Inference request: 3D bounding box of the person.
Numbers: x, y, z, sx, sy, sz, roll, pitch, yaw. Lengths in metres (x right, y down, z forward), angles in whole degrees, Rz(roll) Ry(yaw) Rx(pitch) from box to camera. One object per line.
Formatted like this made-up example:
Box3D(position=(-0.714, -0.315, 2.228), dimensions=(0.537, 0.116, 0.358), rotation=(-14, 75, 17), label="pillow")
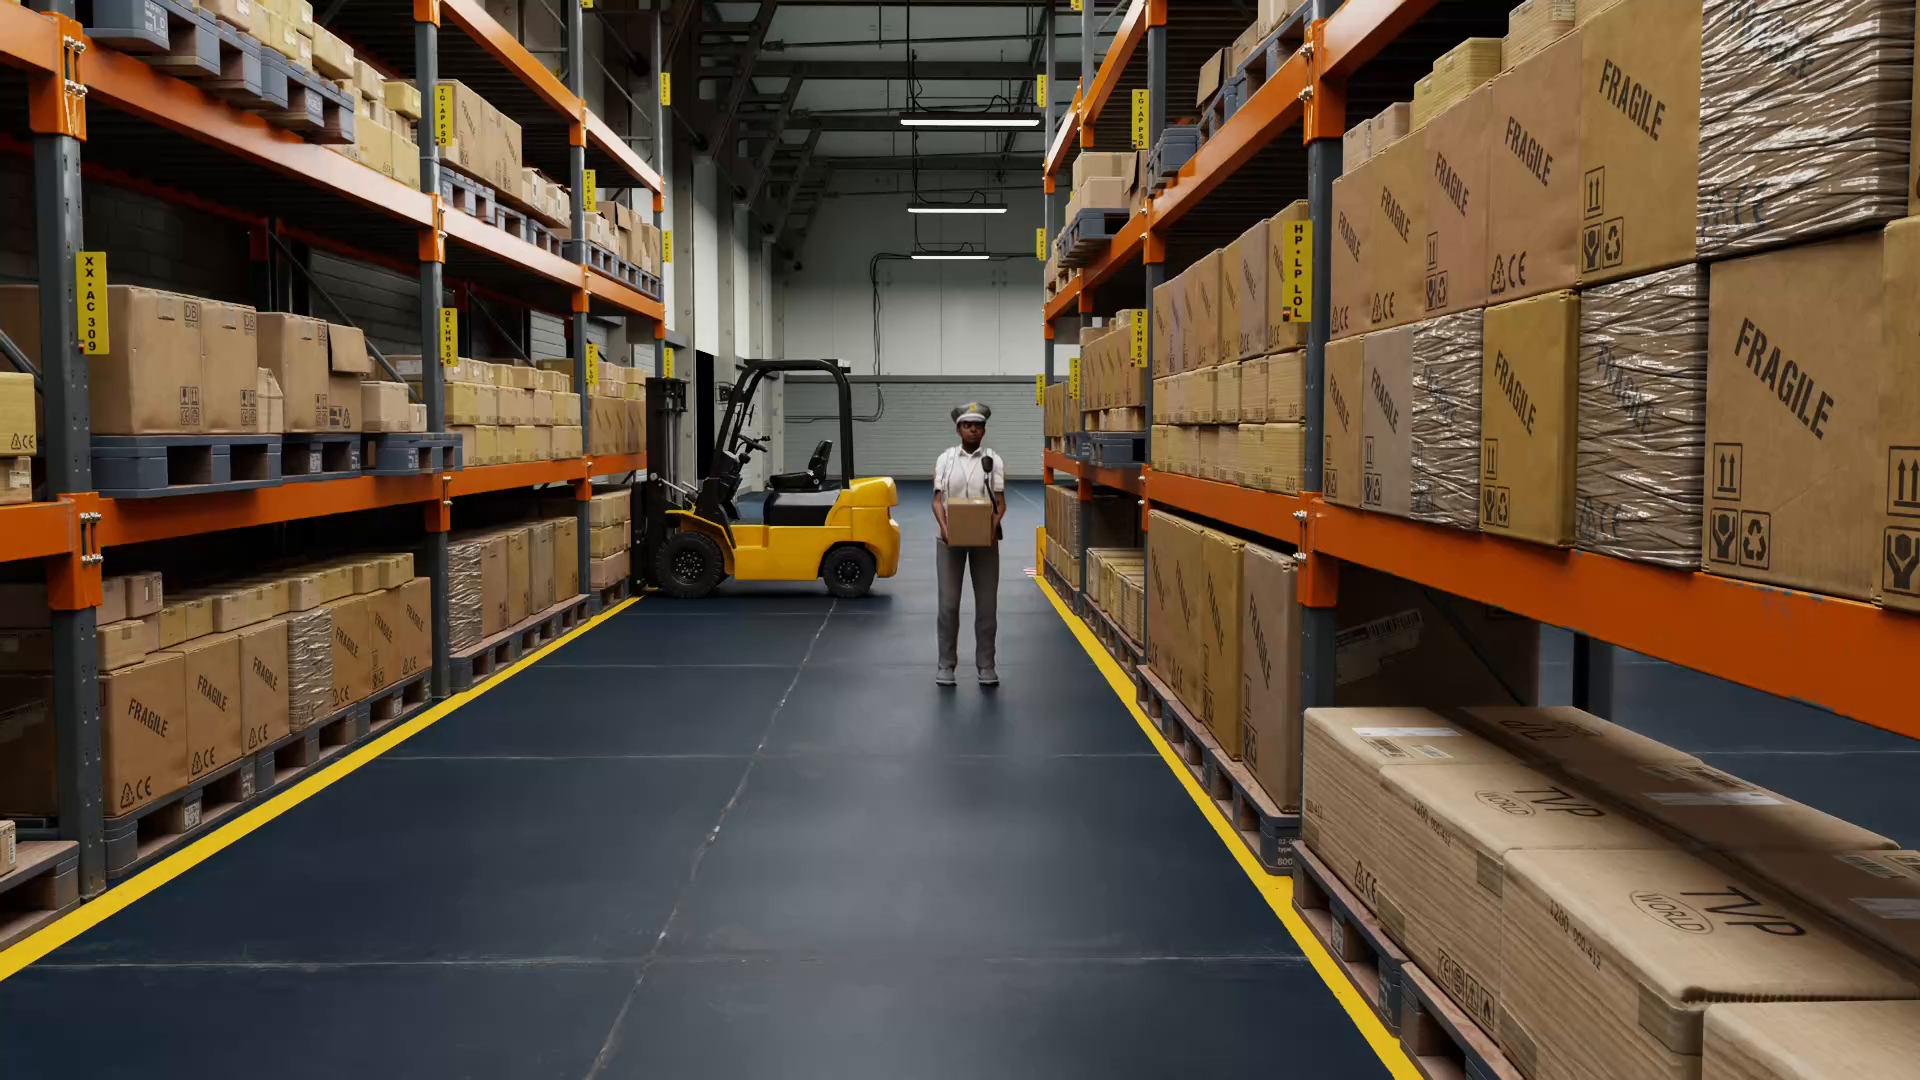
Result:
Box3D(position=(0.055, 0.021, 9.964), dimensions=(0.454, 1.690, 0.530), rotation=(0, 4, -2), label="person")
